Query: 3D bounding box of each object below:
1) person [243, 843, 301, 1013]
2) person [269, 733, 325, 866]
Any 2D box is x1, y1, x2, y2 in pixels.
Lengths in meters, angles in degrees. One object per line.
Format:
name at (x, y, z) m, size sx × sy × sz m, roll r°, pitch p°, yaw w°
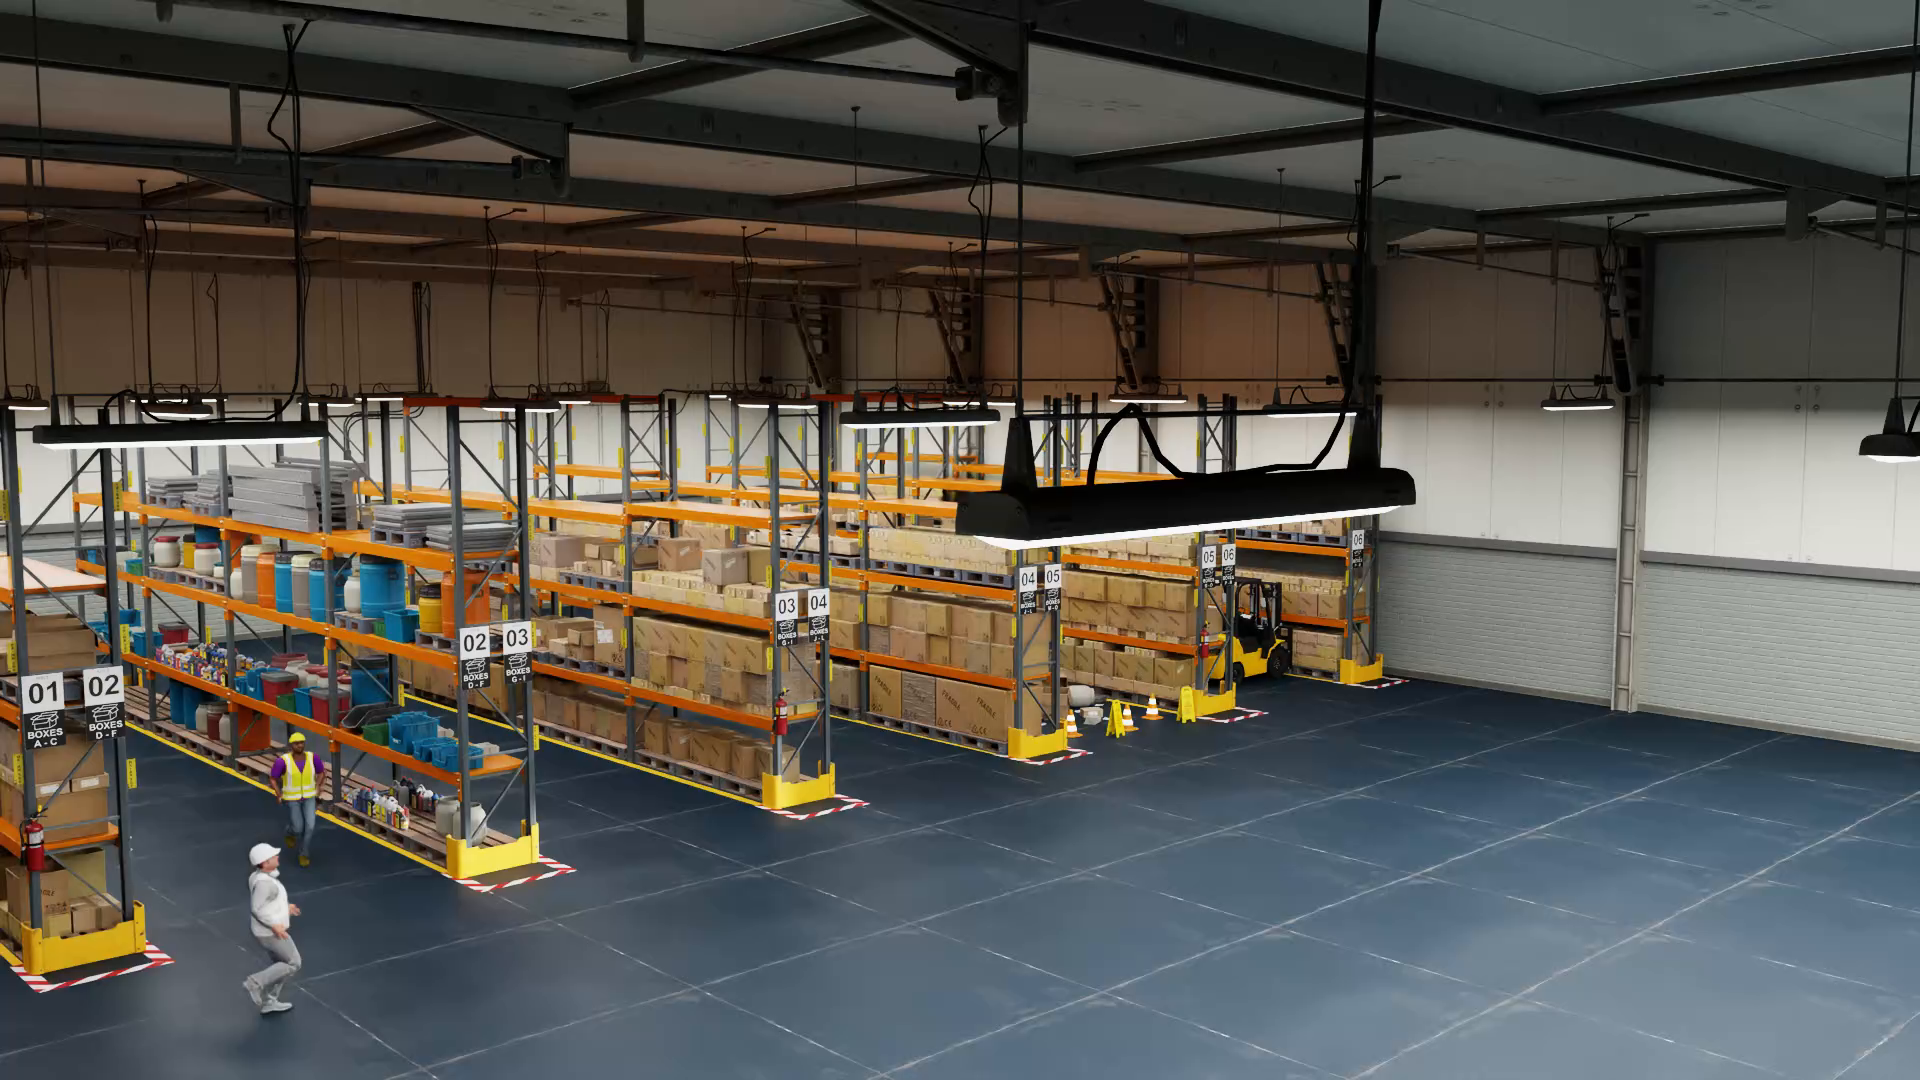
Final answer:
person at (-6.877, 3.873, 16.599) m, size 0.578 × 1.726 × 0.658 m, roll -3°, pitch 6°, yaw -28°
person at (-8.680, 3.375, 21.850) m, size 0.702 × 1.728 × 0.628 m, roll -4°, pitch 7°, yaw -35°
